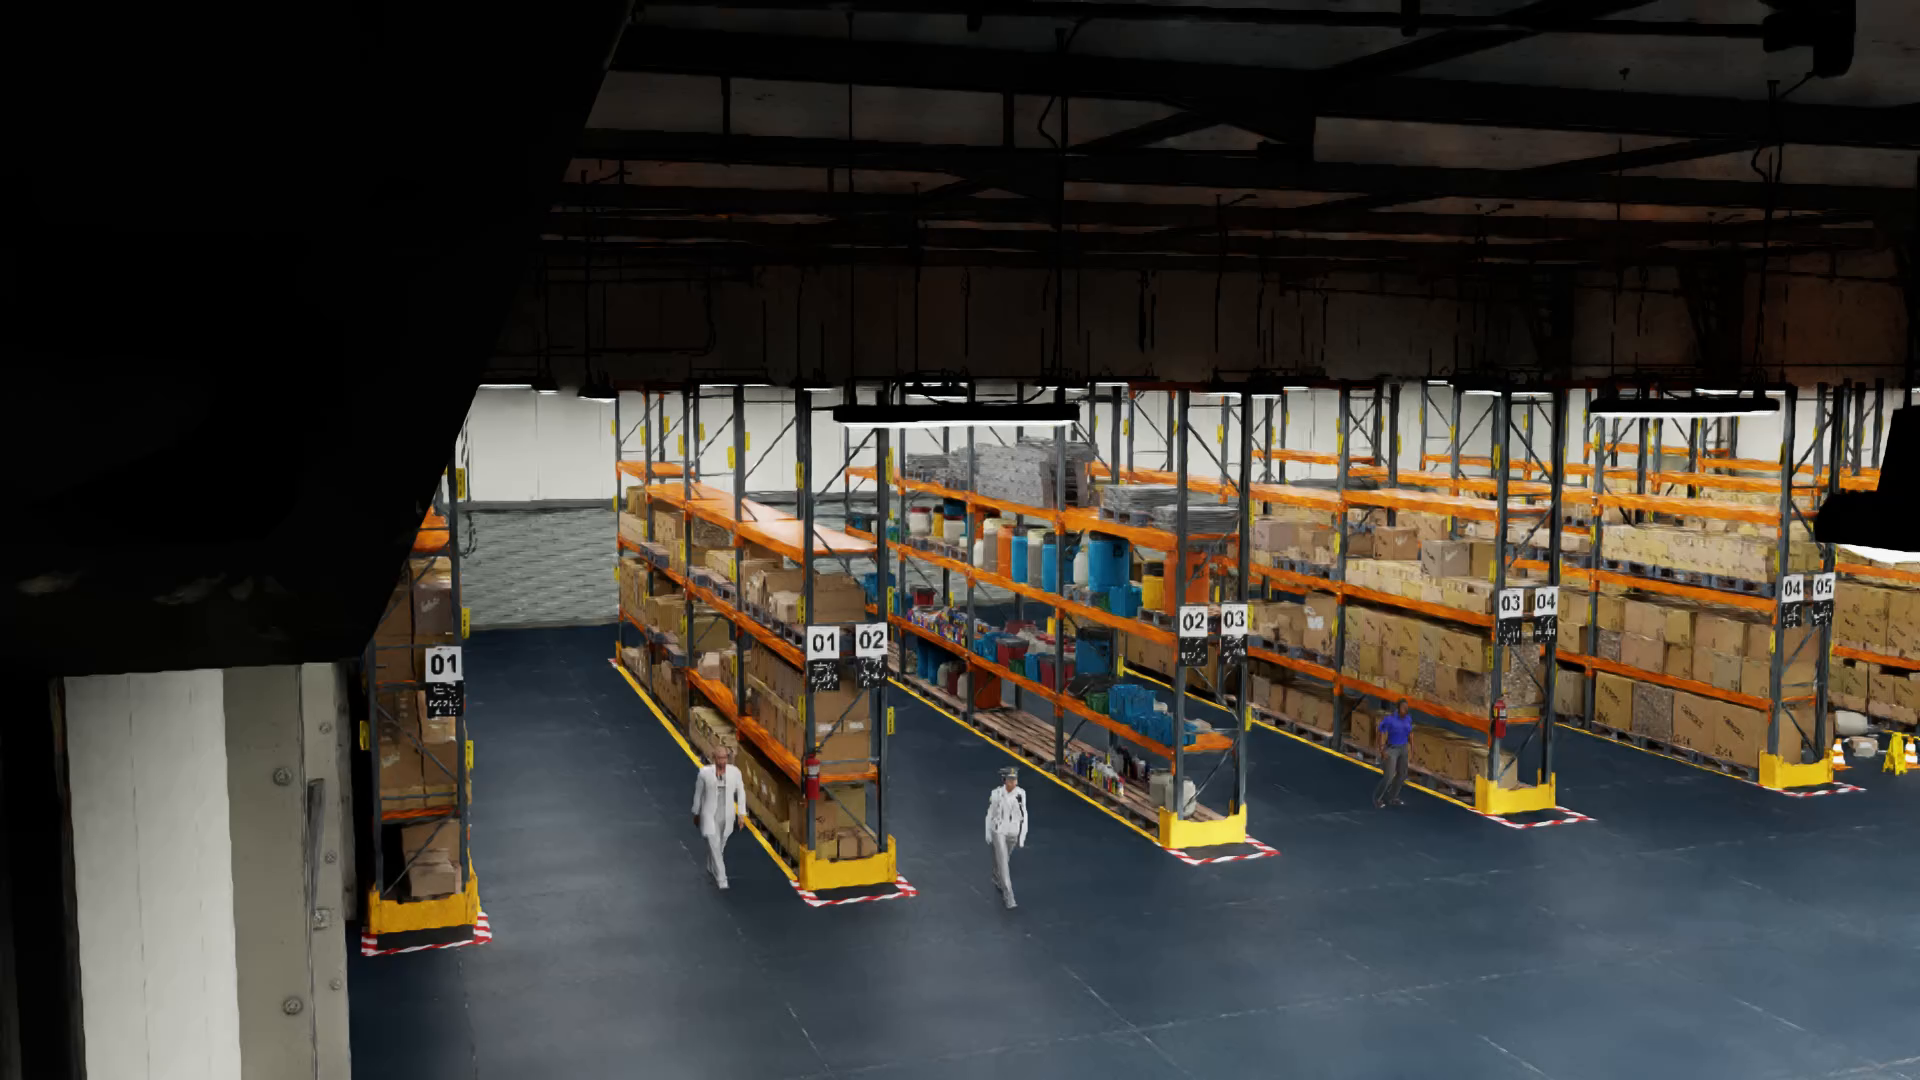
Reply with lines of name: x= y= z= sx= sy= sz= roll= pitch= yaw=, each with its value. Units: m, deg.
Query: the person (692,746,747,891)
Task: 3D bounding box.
person: x=-2.885 y=3.330 z=20.134 sx=0.603 sy=1.710 sz=1.137 roll=-3 pitch=7 yaw=-25

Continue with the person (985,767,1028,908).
person: x=0.581 y=3.441 z=19.653 sx=0.489 sy=1.588 sz=1.066 roll=-2 pitch=6 yaw=-21

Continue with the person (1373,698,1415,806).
person: x=6.222 y=3.026 z=23.821 sx=0.592 sy=1.604 sz=0.498 roll=-2 pitch=6 yaw=-21
